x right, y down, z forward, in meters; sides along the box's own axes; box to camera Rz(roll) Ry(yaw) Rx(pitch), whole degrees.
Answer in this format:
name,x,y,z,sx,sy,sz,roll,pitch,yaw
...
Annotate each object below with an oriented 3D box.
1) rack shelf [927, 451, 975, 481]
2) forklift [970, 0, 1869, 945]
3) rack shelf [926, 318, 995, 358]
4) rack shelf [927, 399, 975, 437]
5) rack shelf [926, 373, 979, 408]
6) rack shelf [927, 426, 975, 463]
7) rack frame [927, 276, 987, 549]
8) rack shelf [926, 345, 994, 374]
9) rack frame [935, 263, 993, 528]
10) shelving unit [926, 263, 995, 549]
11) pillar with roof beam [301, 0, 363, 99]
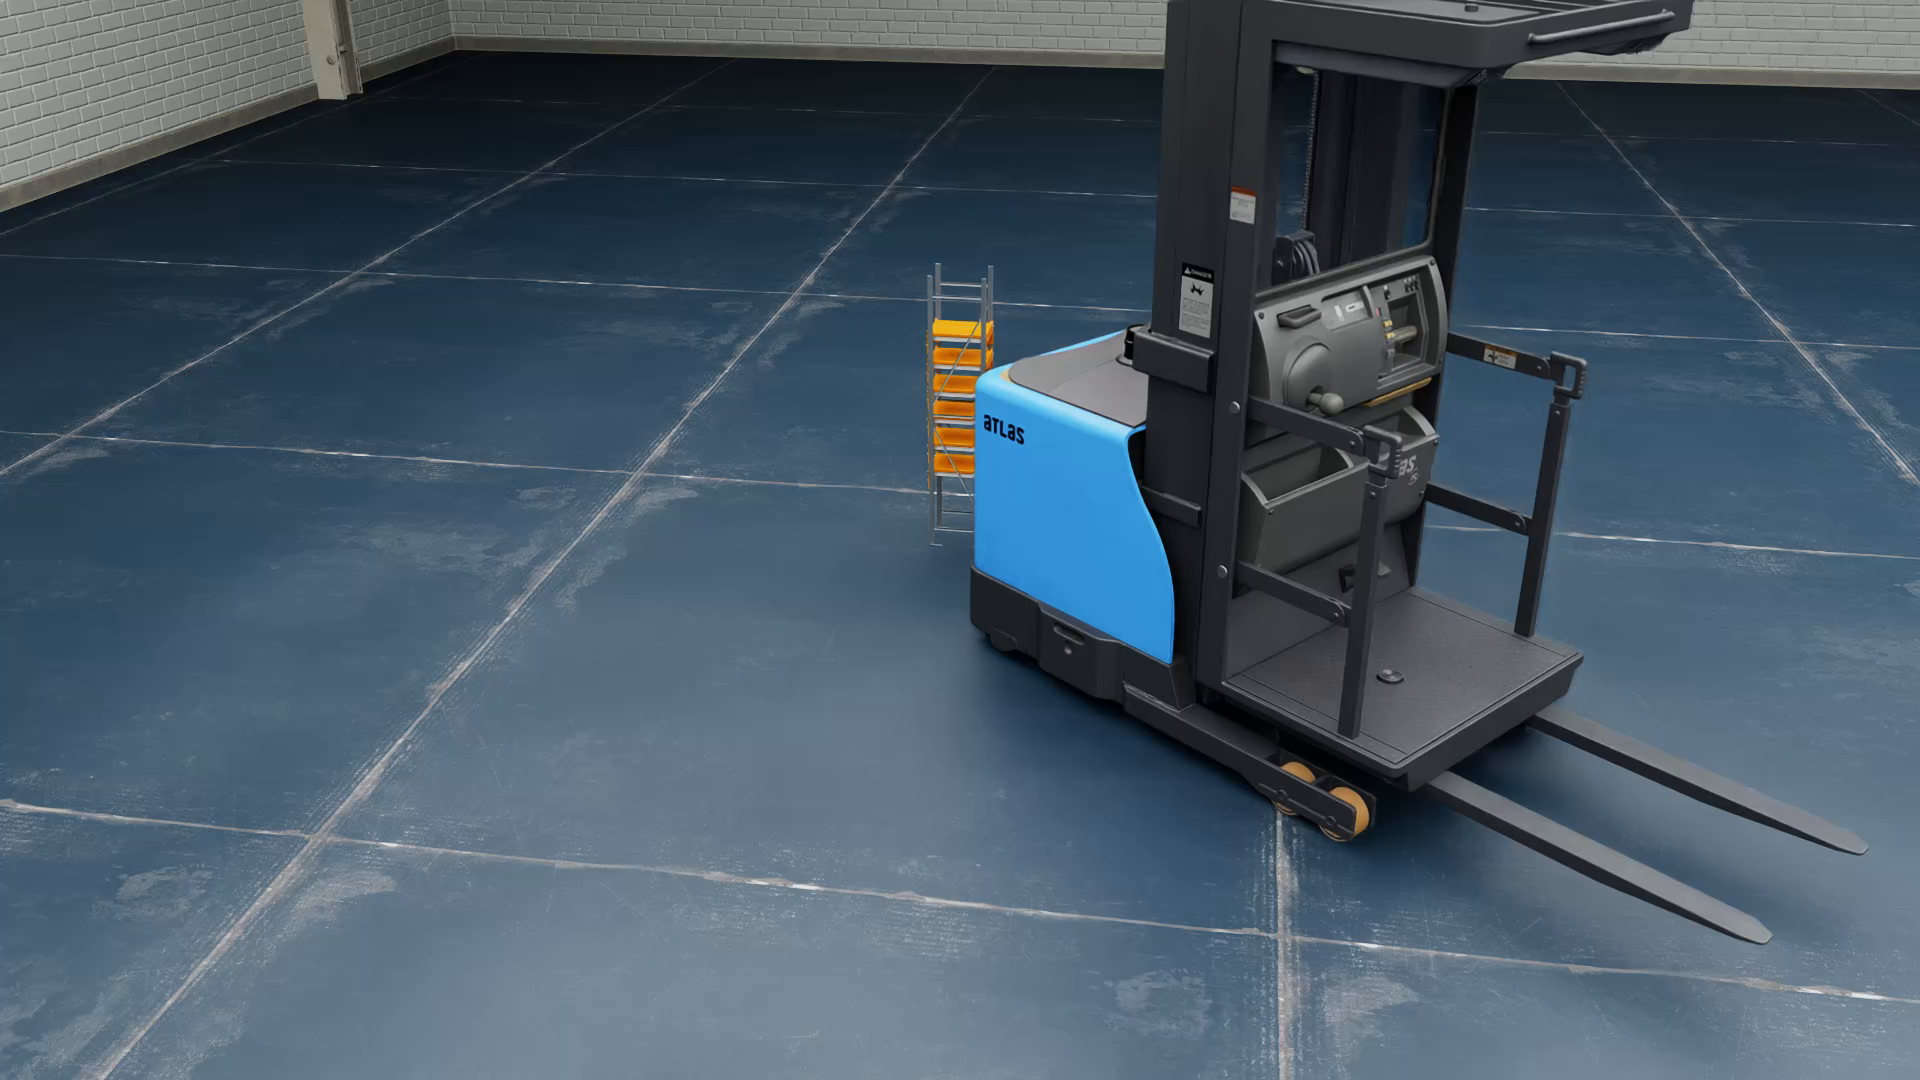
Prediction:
name,x,y,z,sx,sy,sz,roll,pitch,yaw
rack shelf,0.002,-0.292,7.129,0.258,0.103,0.180,4,25,9
forklift,1.390,-0.624,5.126,1.130,2.935,3.031,-20,32,-37
rack shelf,0.002,-0.835,6.875,0.258,0.103,0.180,4,25,9
rack shelf,0.002,-0.509,7.027,0.258,0.103,0.180,4,25,9
rack shelf,0.002,-0.618,6.977,0.258,0.103,0.180,4,25,9
rack shelf,0.002,-0.401,7.078,0.258,0.103,0.180,4,25,9
rack frame,-0.013,-0.511,6.927,0.240,1.200,0.006,4,25,9
rack shelf,0.002,-0.727,6.926,0.258,0.103,0.180,4,25,9
rack frame,0.017,-0.588,7.090,0.240,1.200,0.006,4,25,9
shelving unit,0.002,-0.549,7.009,0.258,1.200,0.189,4,25,9
pillar with roof beam,-2.056,-8.296,14.360,9.100,9.000,0.400,4,25,9
